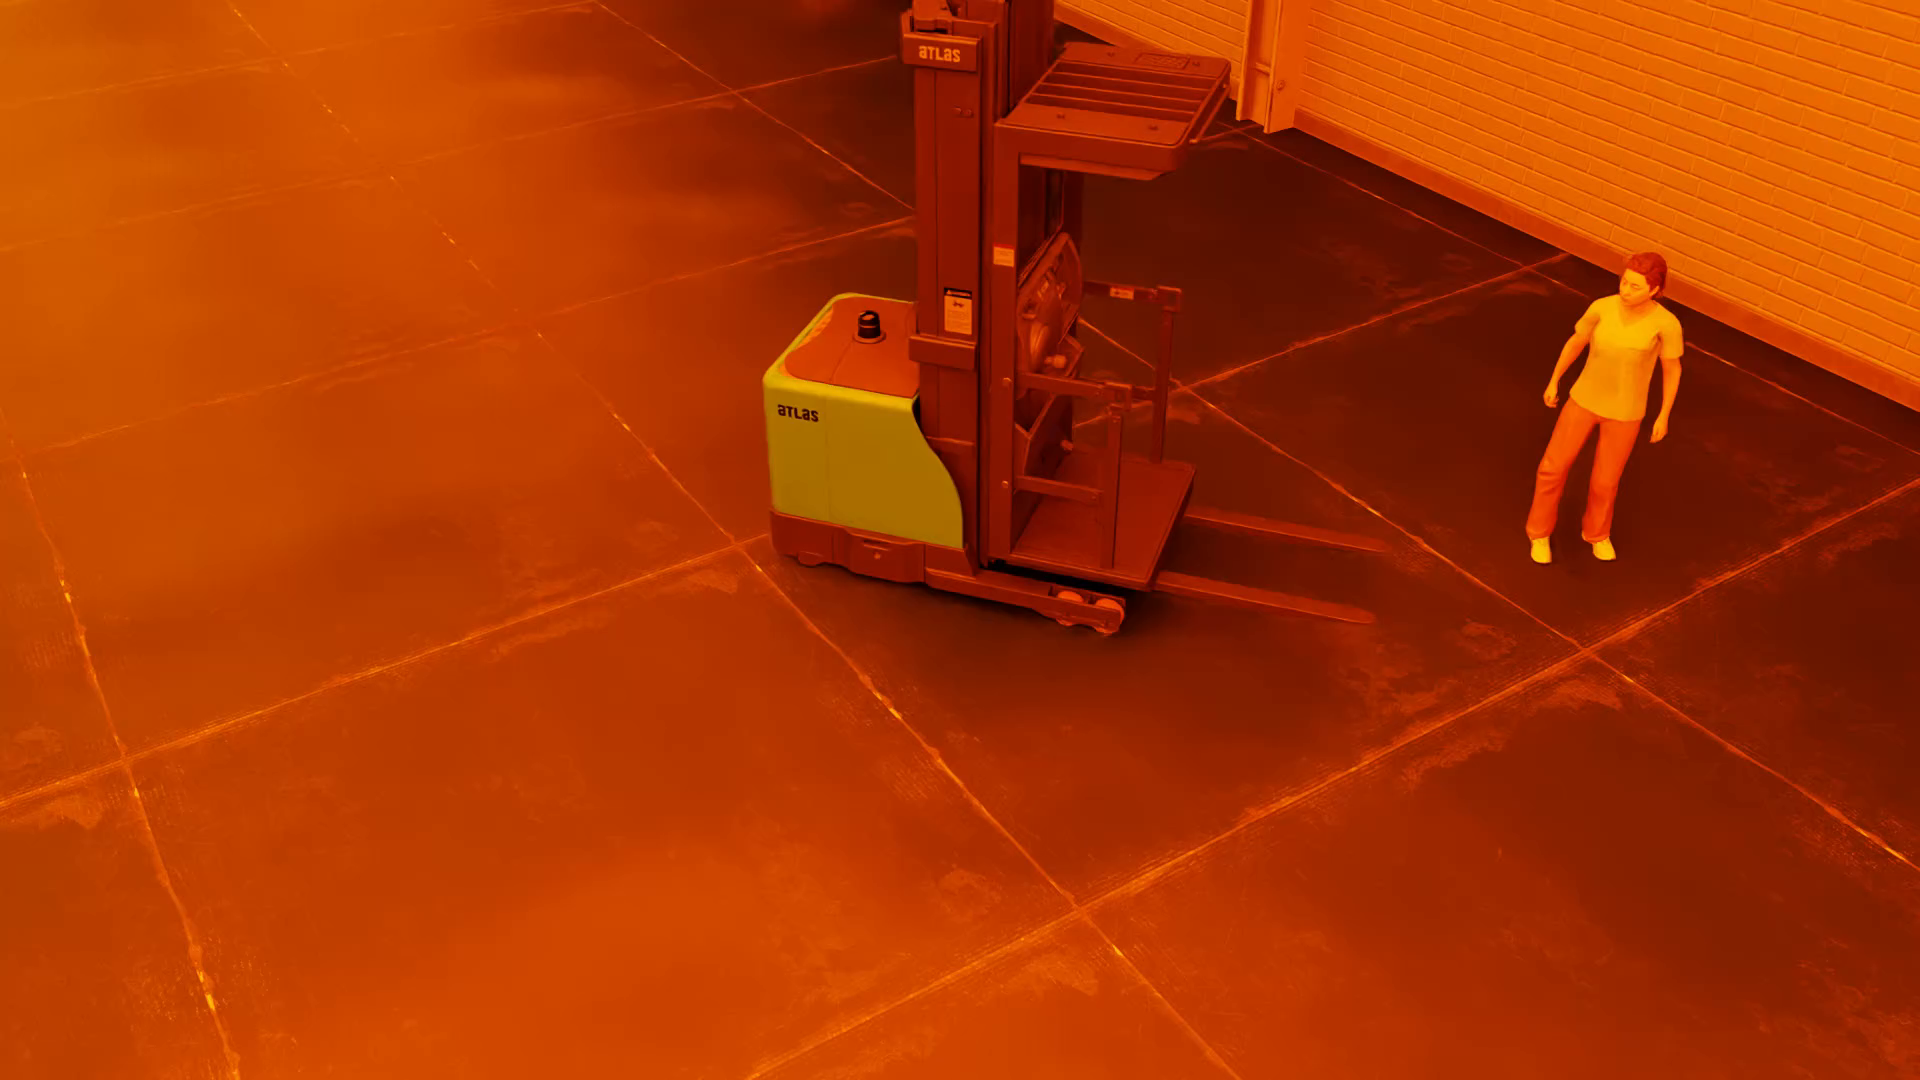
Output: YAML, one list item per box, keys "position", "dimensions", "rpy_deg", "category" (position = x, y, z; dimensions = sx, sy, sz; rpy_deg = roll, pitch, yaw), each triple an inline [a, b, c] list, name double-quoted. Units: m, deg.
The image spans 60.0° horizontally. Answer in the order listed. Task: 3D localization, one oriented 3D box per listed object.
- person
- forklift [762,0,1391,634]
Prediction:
- position: [3.153, -0.628, 8.157]
  dimensions: [0.615, 1.659, 0.477]
  rpy_deg: [21, 40, 27]
  category: "person"
- position: [0.606, -1.091, 7.701]
  dimensions: [3.031, 2.935, 1.130]
  rpy_deg: [11, 37, 15]
  category: "forklift"
